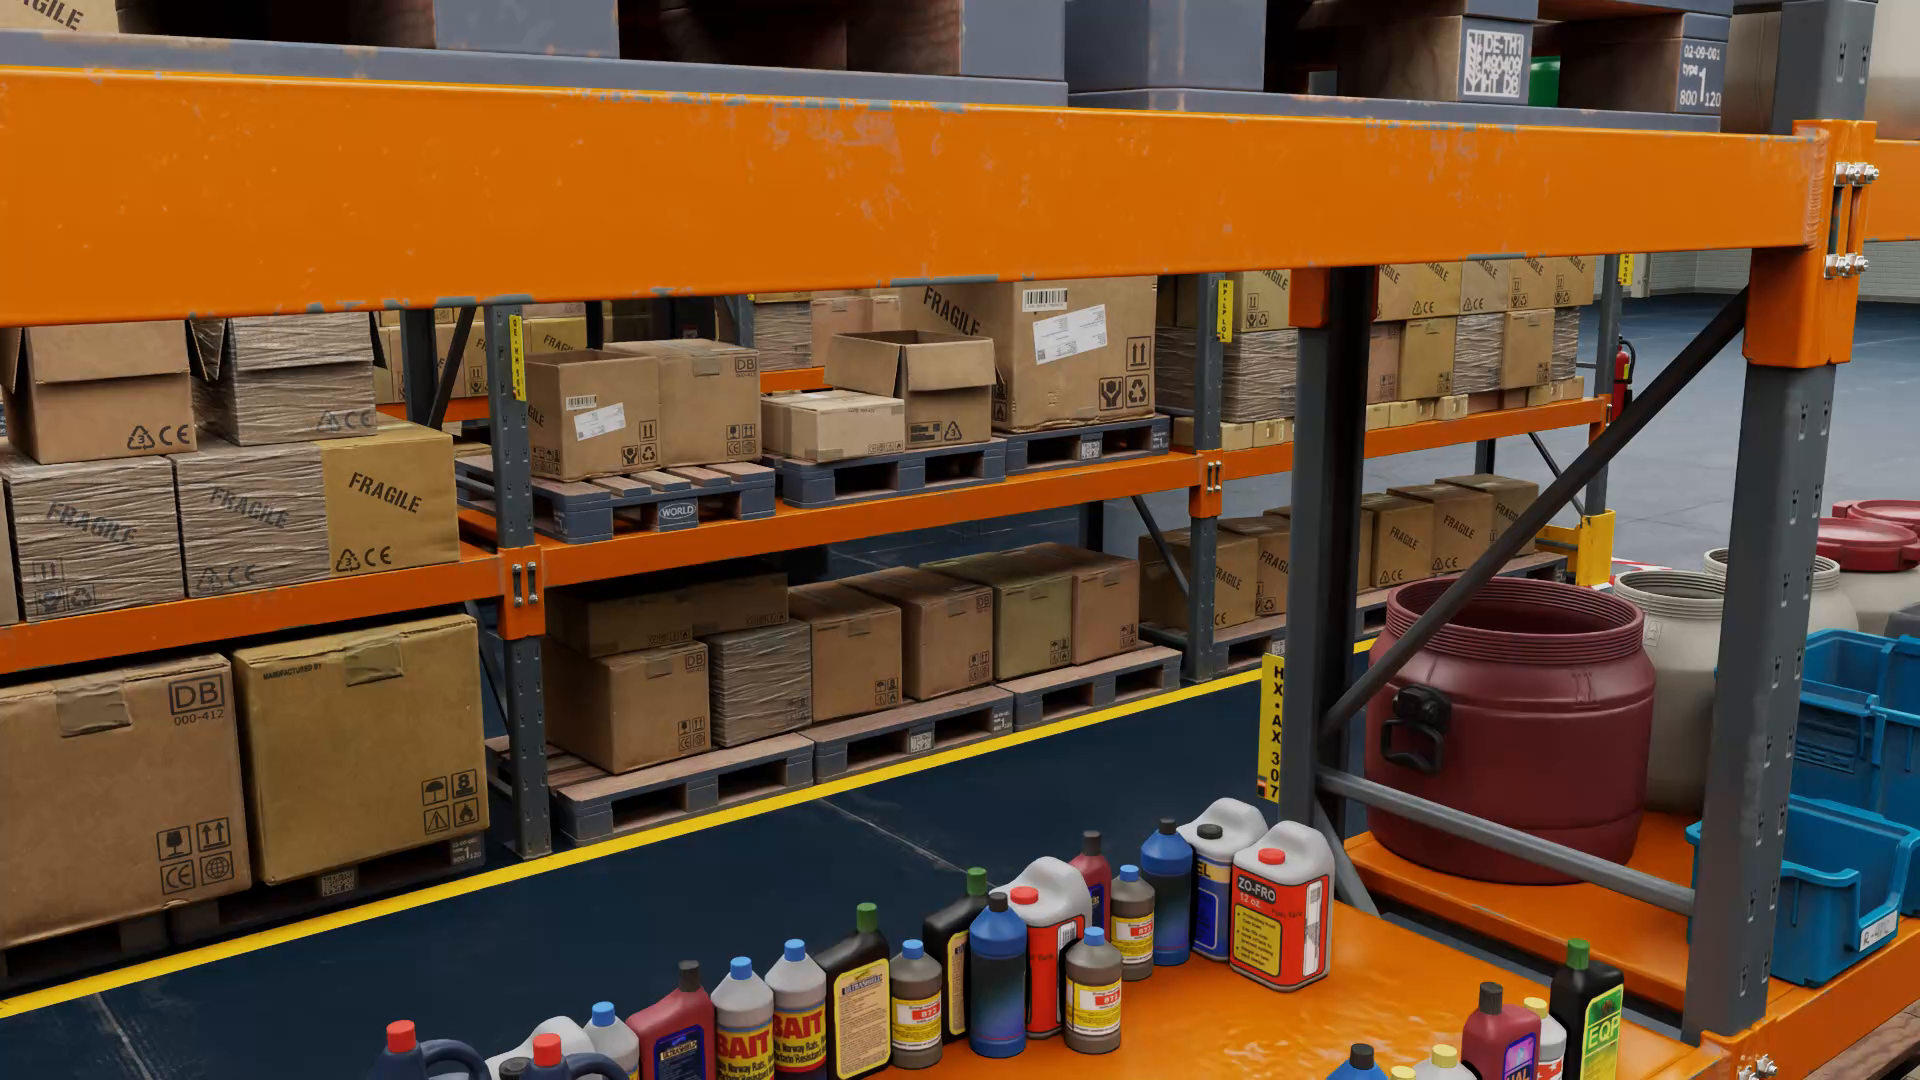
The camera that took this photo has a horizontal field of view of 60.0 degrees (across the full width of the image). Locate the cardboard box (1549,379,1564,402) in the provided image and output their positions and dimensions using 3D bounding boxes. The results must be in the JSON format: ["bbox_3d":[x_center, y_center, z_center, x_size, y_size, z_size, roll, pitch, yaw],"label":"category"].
[{"bbox_3d":[3.898,-1.038,11.398,0.250,0.149,0.380,-9,15,-38],"label":"cardboard box"}]

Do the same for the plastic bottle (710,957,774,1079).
[{"bbox_3d":[-0.334,0.775,2.565,0.097,0.271,0.097,0,12,0],"label":"plastic bottle"}]

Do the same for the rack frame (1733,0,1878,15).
[{"bbox_3d":[1.035,-2.356,2.561,0.127,3.000,1.000,-9,15,-38],"label":"rack frame"}]

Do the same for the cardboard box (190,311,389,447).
[{"bbox_3d":[-2.640,-0.673,6.419,0.637,0.503,0.797,-9,15,-36],"label":"cardboard box"}]

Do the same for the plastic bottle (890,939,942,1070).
[{"bbox_3d":[-0.078,0.767,2.773,0.097,0.201,0.097,0,12,0],"label":"plastic bottle"}]

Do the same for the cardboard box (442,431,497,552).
[{"bbox_3d":[-3.867,-0.326,11.848,0.750,0.750,1.050,-9,15,-37],"label":"cardboard box"}]

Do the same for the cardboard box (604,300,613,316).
[{"bbox_3d":[-2.740,-1.967,12.524,0.500,0.500,0.700,-10,15,-39],"label":"cardboard box"}]

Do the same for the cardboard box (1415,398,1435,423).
[{"bbox_3d":[2.750,-0.837,10.454,0.250,0.149,0.380,-9,15,-38],"label":"cardboard box"}]

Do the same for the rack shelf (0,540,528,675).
[{"bbox_3d":[-3.621,0.386,5.820,4.000,0.370,1.077,-9,15,-38],"label":"rack shelf"}]

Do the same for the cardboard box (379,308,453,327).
[{"bbox_3d":[-3.929,-1.770,11.596,0.500,0.500,0.700,-10,15,-39],"label":"cardboard box"}]

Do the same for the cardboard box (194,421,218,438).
[{"bbox_3d":[-3.010,-0.188,6.551,0.500,0.500,0.500,-10,16,-39],"label":"cardboard box"}]

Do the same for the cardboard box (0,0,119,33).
[{"bbox_3d":[-3.110,-1.730,5.580,0.500,0.500,0.500,-8,15,-35],"label":"cardboard box"}]

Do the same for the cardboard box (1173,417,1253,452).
[{"bbox_3d":[1.420,-0.600,9.340,0.250,0.149,0.380,-9,15,-38],"label":"cardboard box"}]

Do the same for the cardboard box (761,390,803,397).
[{"bbox_3d":[-0.926,-0.625,8.163,0.258,0.266,0.396,-10,16,-39],"label":"cardboard box"}]

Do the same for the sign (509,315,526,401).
[{"bbox_3d":[-1.710,-0.702,6.425,0.005,0.325,0.100,-9,15,-38],"label":"sign"}]

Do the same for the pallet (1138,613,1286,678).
[{"bbox_3d":[1.567,0.527,10.139,1.213,0.211,1.003,-9,15,-38],"label":"pallet"}]

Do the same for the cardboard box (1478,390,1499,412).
[{"bbox_3d":[3.309,-0.941,10.944,0.250,0.149,0.380,-9,15,-38],"label":"cardboard box"}]

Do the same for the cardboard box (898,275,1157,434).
[{"bbox_3d":[0.356,-1.163,8.927,1.000,1.000,1.000,-9,15,-37],"label":"cardboard box"}]

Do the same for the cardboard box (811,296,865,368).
[{"bbox_3d":[-1.260,-1.760,13.835,0.550,0.550,0.875,-9,15,-38],"label":"cardboard box"}]

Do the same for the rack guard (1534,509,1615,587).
[{"bbox_3d":[4.128,-0.031,12.069,0.348,0.500,1.175,-9,15,-38],"label":"rack guard"}]

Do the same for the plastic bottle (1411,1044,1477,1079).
[{"bbox_3d":[0.704,0.839,2.434,0.097,0.201,0.097,0,12,0],"label":"plastic bottle"}]

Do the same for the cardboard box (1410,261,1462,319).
[{"bbox_3d":[2.738,-1.641,10.273,0.500,0.500,0.500,-9,15,-38],"label":"cardboard box"}]

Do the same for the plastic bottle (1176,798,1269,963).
[{"bbox_3d":[0.495,0.643,3.180,0.135,0.276,0.152,-9,15,-38],"label":"plastic bottle"}]

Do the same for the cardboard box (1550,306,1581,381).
[{"bbox_3d":[3.741,-1.391,11.500,0.500,0.500,0.875,-9,15,-38],"label":"cardboard box"}]

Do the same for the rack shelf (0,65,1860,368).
[{"bbox_3d":[-0.527,-0.278,1.725,4.000,0.370,1.077,-9,15,-38],"label":"rack shelf"}]

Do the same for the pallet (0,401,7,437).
[{"bbox_3d":[-5.569,-0.839,10.321,1.003,0.211,1.213,-9,15,-38],"label":"pallet"}]

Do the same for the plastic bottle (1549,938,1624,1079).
[{"bbox_3d":[0.986,0.757,2.623,0.133,0.283,0.061,-9,15,-38],"label":"plastic bottle"}]

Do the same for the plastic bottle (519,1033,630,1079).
[{"bbox_3d":[-0.515,0.813,2.196,0.185,0.351,0.144,-9,15,-38],"label":"plastic bottle"}]

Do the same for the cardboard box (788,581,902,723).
[{"bbox_3d":[-0.685,0.543,8.307,0.500,0.500,0.700,-8,14,-33],"label":"cardboard box"}]

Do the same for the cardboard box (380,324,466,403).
[{"bbox_3d":[-3.770,-1.238,11.496,0.500,0.500,0.500,-9,15,-38],"label":"cardboard box"}]

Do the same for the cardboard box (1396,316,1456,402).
[{"bbox_3d":[2.610,-1.186,10.533,0.500,0.500,0.875,-9,15,-38],"label":"cardboard box"}]

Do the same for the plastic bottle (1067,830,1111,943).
[{"bbox_3d":[0.210,0.674,3.013,0.133,0.283,0.061,-9,15,-38],"label":"plastic bottle"}]

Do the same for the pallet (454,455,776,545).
[{"bbox_3d":[-1.569,-0.241,7.504,1.003,0.211,1.213,-9,15,-38],"label":"pallet"}]

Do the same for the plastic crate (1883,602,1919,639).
[{"bbox_3d":[2.488,0.387,3.931,0.583,0.464,0.402,-9,15,-38],"label":"plastic crate"}]

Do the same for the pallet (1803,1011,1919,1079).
[{"bbox_3d":[2.616,1.691,4.659,1.213,0.211,1.003,-9,15,-38],"label":"pallet"}]

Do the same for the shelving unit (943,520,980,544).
[{"bbox_3d":[0.011,-0.589,13.013,0.189,1.200,0.258,-9,15,-38],"label":"shelving unit"}]

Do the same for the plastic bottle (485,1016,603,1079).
[{"bbox_3d":[-0.588,0.823,2.332,0.135,0.276,0.152,-9,15,-38],"label":"plastic bottle"}]

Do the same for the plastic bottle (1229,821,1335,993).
[{"bbox_3d":[0.590,0.667,3.063,0.135,0.276,0.152,-9,15,-38],"label":"plastic bottle"}]

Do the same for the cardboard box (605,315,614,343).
[{"bbox_3d":[-2.590,-1.434,12.420,0.500,0.500,0.500,-10,15,-38],"label":"cardboard box"}]

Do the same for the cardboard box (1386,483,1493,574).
[{"bbox_3d":[3.244,-0.084,11.312,0.500,0.500,0.500,-5,13,-23],"label":"cardboard box"}]

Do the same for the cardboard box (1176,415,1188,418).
[{"bbox_3d":[1.250,-0.728,9.939,0.250,0.149,0.380,-9,15,-38],"label":"cardboard box"}]

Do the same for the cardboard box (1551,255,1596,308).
[{"bbox_3d":[3.912,-1.835,11.186,0.500,0.500,0.500,-9,15,-38],"label":"cardboard box"}]

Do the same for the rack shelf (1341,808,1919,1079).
[{"bbox_3d":[2.597,0.671,4.481,4.000,0.370,1.077,-9,15,-38],"label":"rack shelf"}]

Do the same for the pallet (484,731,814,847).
[{"bbox_3d":[-1.448,1.038,7.734,1.213,0.211,1.003,-9,15,-38],"label":"pallet"}]

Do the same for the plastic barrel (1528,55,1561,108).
[{"bbox_3d":[1.196,-0.853,3.079,0.294,0.245,0.294,0,12,0],"label":"plastic barrel"}]

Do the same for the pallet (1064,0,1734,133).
[{"bbox_3d":[0.376,-0.713,2.500,1.213,0.211,1.003,-9,15,-38],"label":"pallet"}]

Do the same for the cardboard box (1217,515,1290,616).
[{"bbox_3d":[1.844,0.152,10.198,0.500,0.500,0.500,-4,13,-20],"label":"cardboard box"}]

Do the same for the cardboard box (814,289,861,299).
[{"bbox_3d":[-1.289,-2.296,13.759,0.550,0.550,0.875,-9,15,-38],"label":"cardboard box"}]

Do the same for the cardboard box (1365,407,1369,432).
[{"bbox_3d":[2.211,-0.727,9.938,0.250,0.149,0.380,-9,15,-38],"label":"cardboard box"}]

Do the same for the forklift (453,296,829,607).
[{"bbox_3d":[-2.417,-1.035,10.946,3.031,2.935,1.130,-8,15,-35],"label":"forklift"}]

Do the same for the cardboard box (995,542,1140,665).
[{"bbox_3d":[0.571,0.340,9.267,0.500,0.500,0.700,-11,16,-42],"label":"cardboard box"}]

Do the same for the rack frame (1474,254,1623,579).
[{"bbox_3d":[4.188,-1.263,11.856,0.127,3.000,1.000,-9,15,-38],"label":"rack frame"}]

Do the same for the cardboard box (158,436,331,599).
[{"bbox_3d":[-2.683,-0.106,6.166,0.500,0.500,0.500,-10,15,-38],"label":"cardboard box"}]

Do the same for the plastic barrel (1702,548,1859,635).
[{"bbox_3d":[2.034,0.301,4.222,0.421,0.512,0.421,0,12,0],"label":"plastic barrel"}]

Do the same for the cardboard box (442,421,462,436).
[{"bbox_3d":[-5.535,-1.203,16.888,0.625,0.372,0.950,-9,15,-37],"label":"cardboard box"}]
